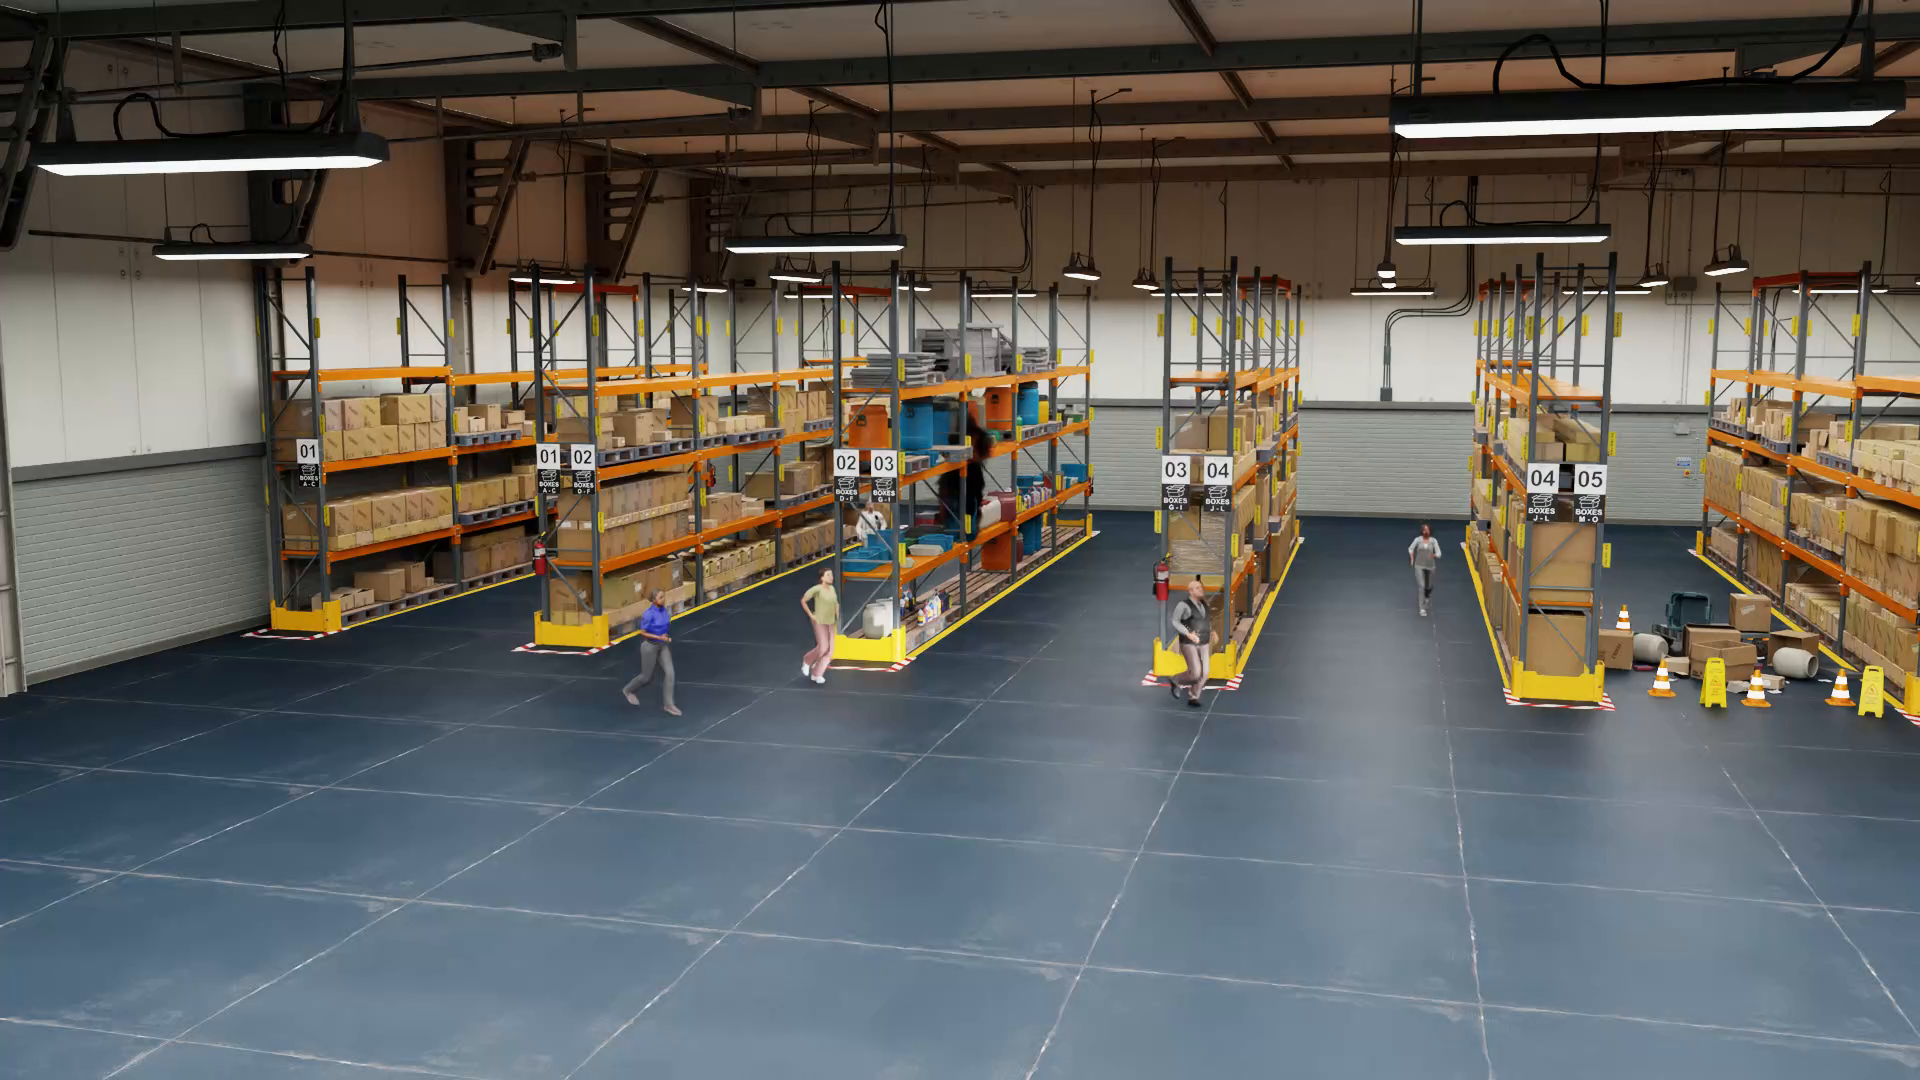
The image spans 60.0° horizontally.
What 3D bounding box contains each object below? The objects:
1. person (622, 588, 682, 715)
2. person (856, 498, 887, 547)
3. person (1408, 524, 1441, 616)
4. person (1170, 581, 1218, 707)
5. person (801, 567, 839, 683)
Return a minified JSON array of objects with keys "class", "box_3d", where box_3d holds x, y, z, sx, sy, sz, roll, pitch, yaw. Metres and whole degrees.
[{"class":"person","box_3d":[-4.017,1.442,21.727,0.920,1.645,0.557,4,9,31]},{"class":"person","box_3d":[-1.771,-0.092,33.174,0.617,1.520,0.807,0,7,2]},{"class":"person","box_3d":[8.164,0.502,29.222,0.543,1.576,0.866,1,7,9]},{"class":"person","box_3d":[3.100,1.375,22.104,0.651,1.681,0.581,-5,9,-35]},{"class":"person","box_3d":[-1.967,1.200,23.788,0.531,1.627,0.636,6,10,42]}]
